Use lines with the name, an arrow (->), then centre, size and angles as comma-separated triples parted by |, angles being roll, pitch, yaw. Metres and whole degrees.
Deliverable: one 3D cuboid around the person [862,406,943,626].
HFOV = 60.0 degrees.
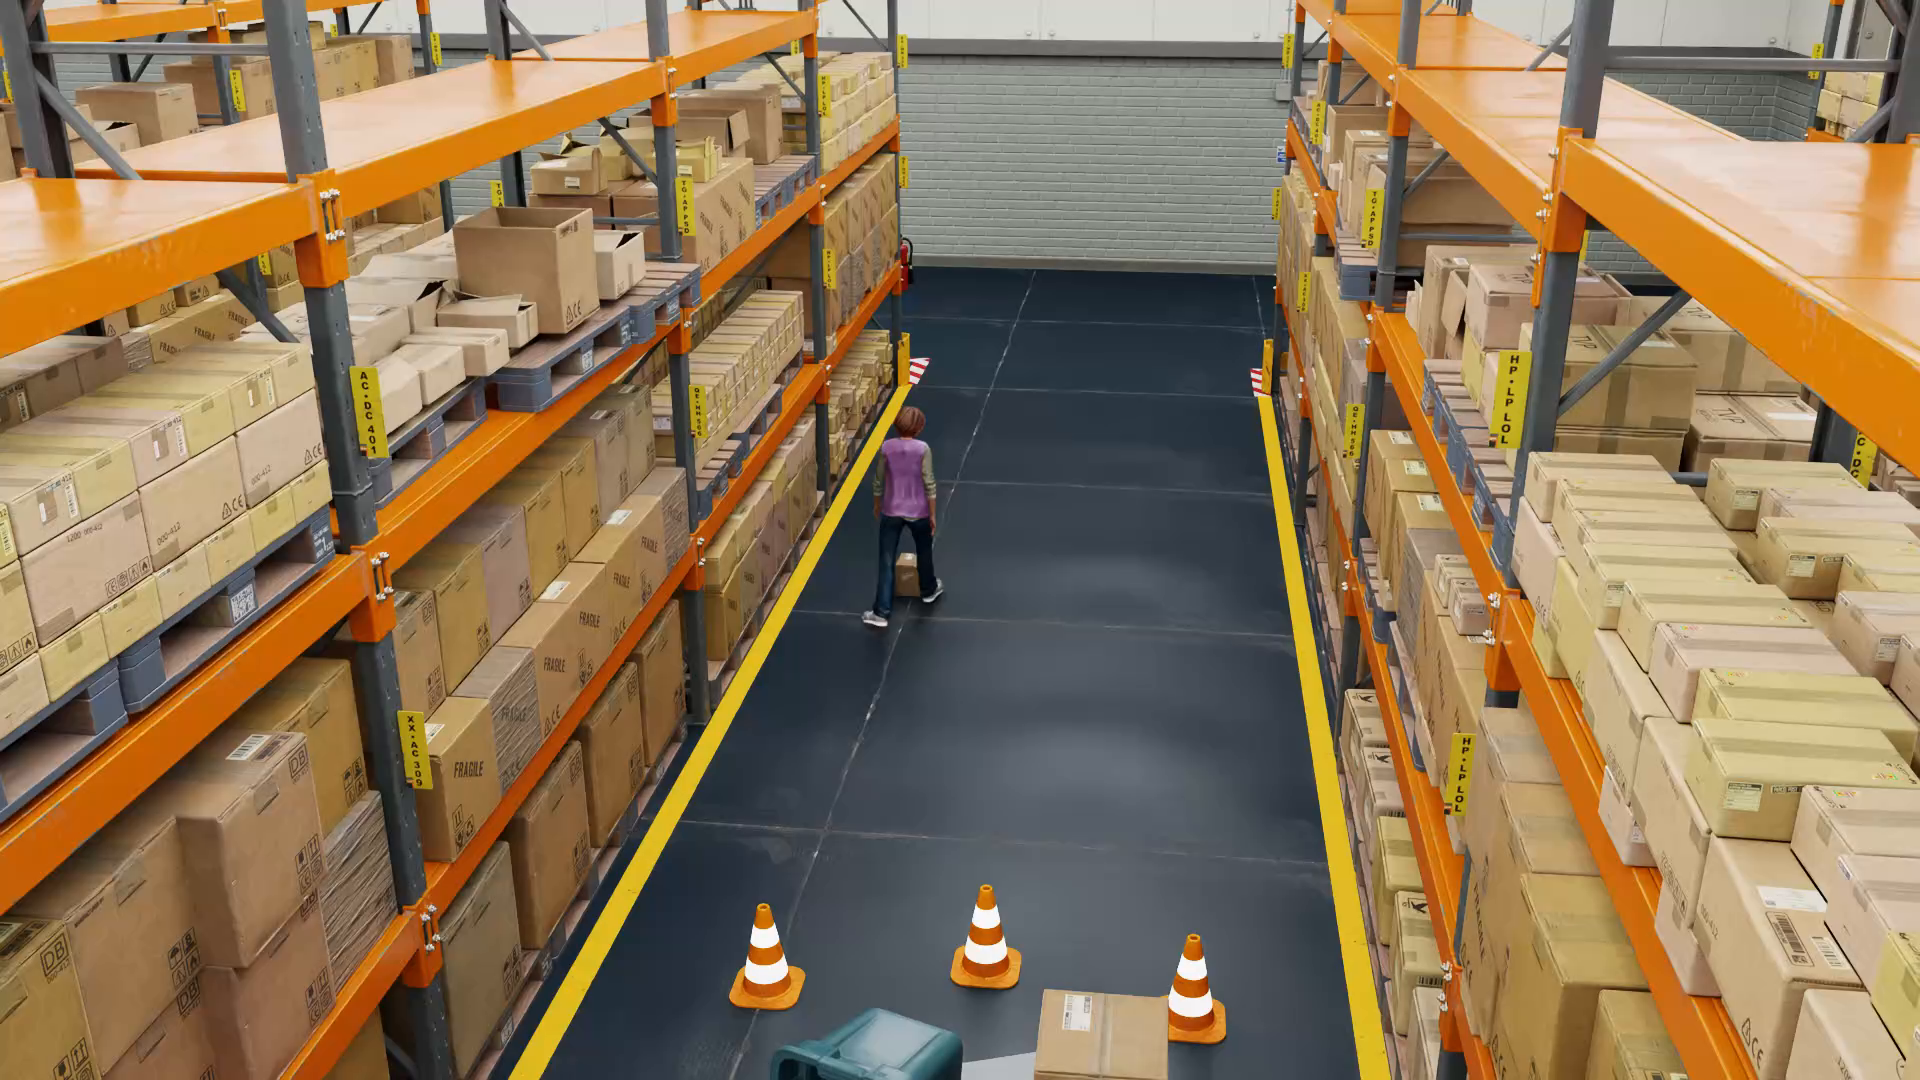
person -> -0.420, -0.197, 11.986 | 0.561, 1.548, 0.824 | 1, 22, 2
